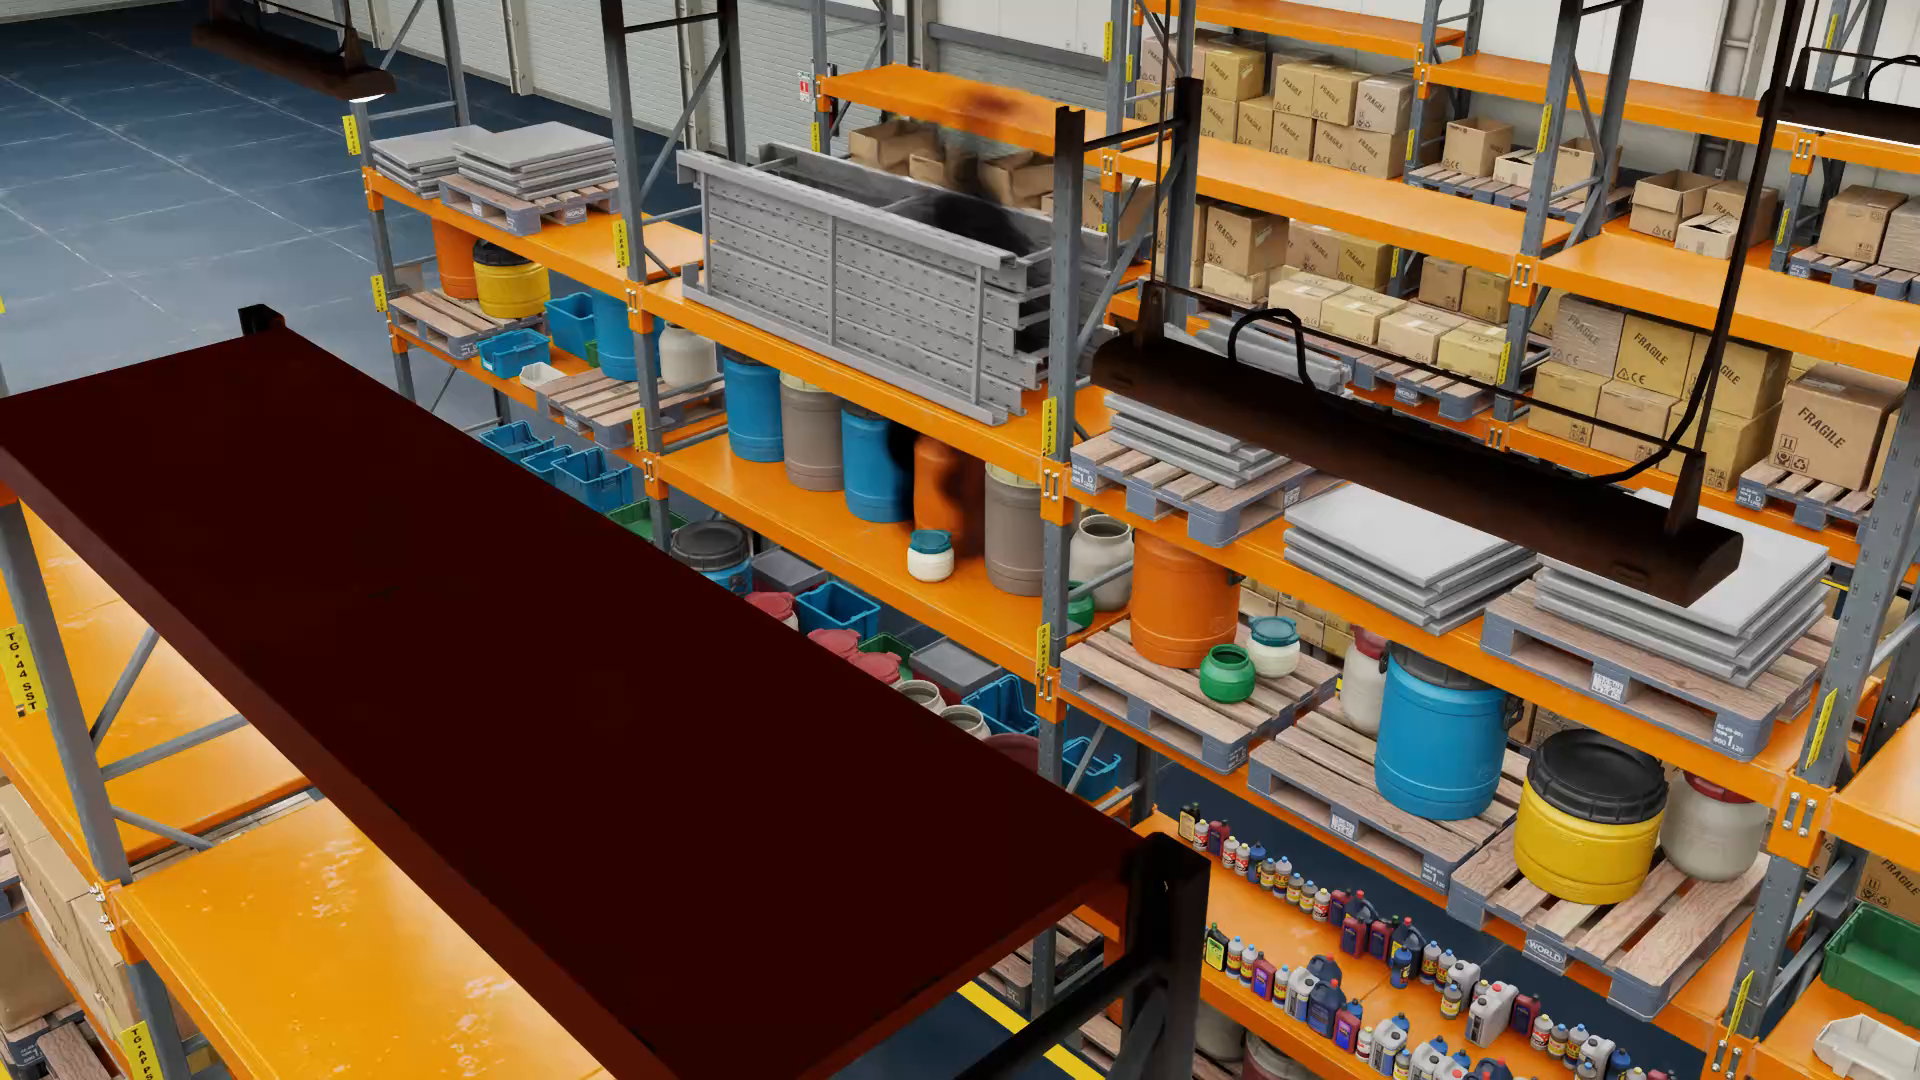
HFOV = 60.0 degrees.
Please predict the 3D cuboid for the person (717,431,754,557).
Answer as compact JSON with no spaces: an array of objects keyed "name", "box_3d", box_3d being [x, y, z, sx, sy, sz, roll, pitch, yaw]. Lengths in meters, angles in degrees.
[{"name":"person","box_3d":[-2.083,-0.345,15.723,0.571,1.684,0.664,18,33,29]}]
